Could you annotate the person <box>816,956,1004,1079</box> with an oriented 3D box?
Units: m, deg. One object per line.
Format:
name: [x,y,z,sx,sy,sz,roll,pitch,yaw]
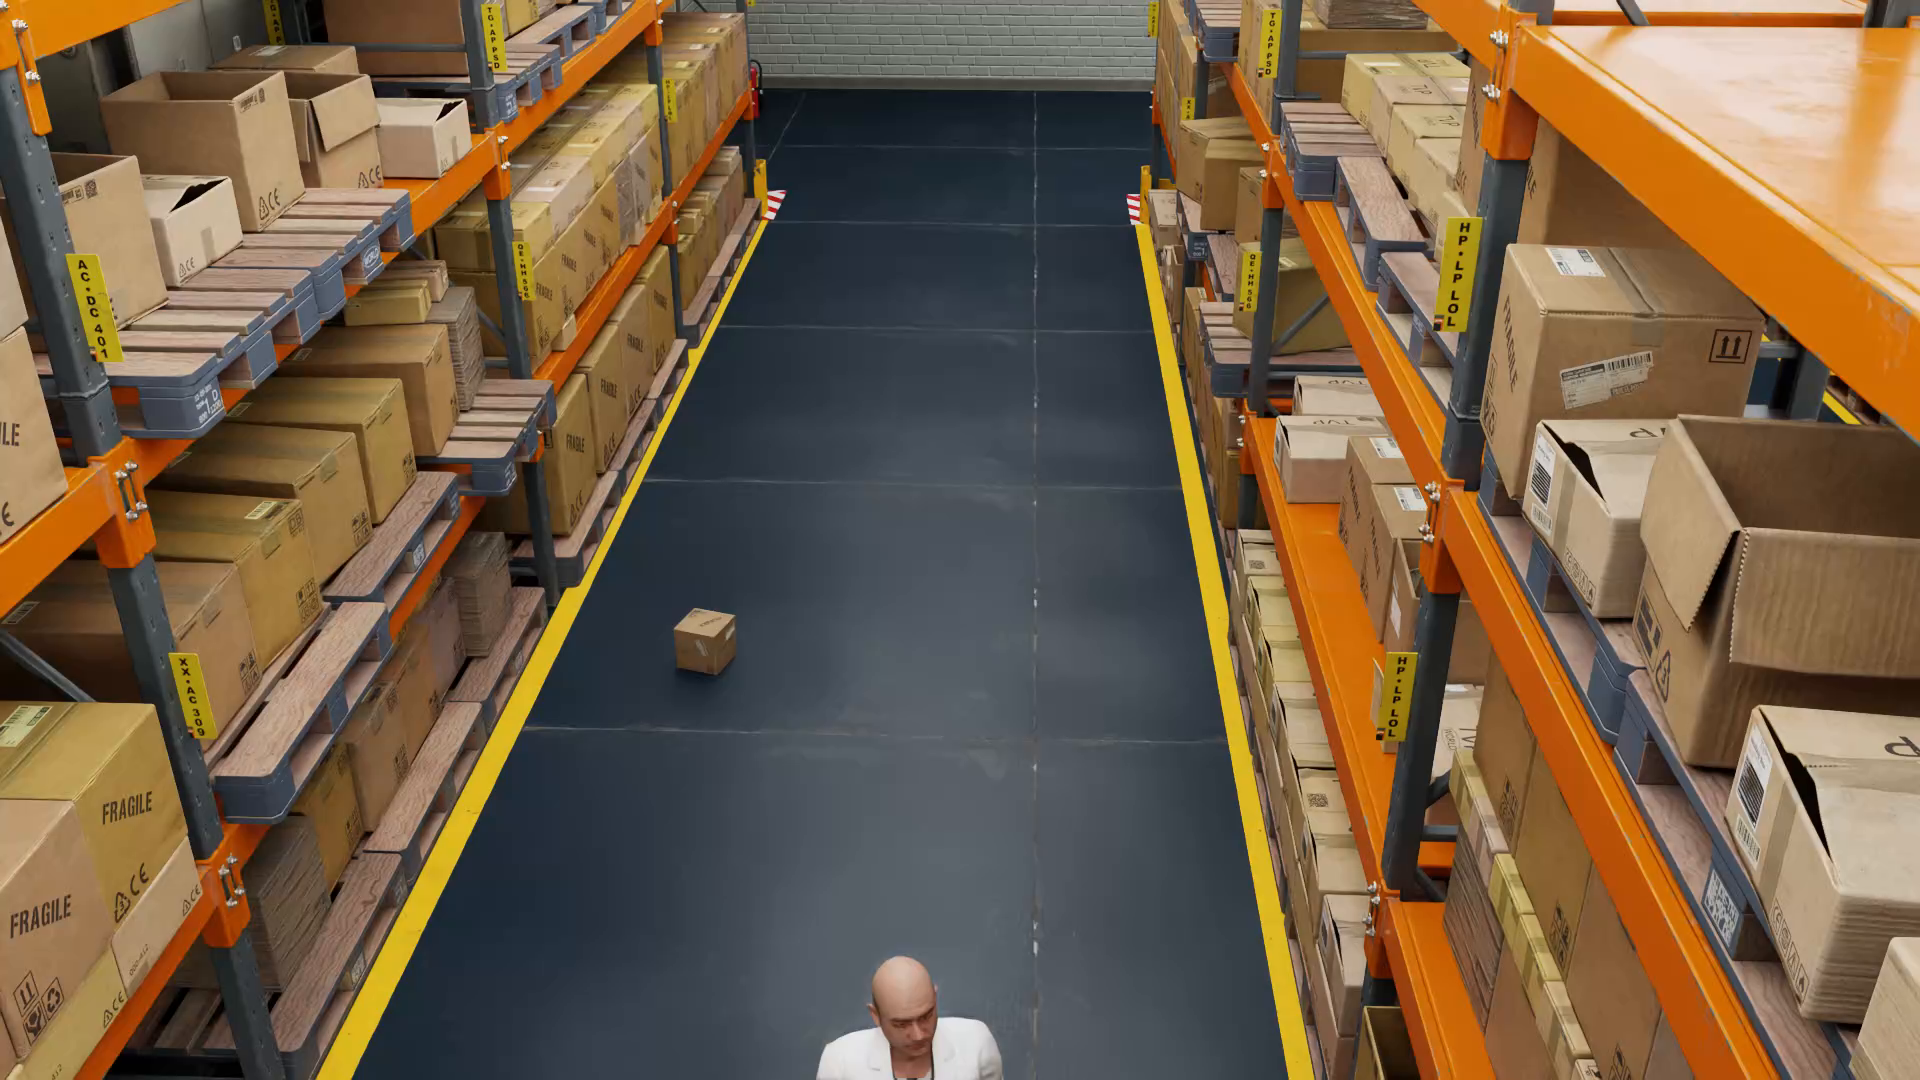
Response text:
person: [-0.130,1.953,4.853,0.569,1.777,0.541,-4,28,-7]
